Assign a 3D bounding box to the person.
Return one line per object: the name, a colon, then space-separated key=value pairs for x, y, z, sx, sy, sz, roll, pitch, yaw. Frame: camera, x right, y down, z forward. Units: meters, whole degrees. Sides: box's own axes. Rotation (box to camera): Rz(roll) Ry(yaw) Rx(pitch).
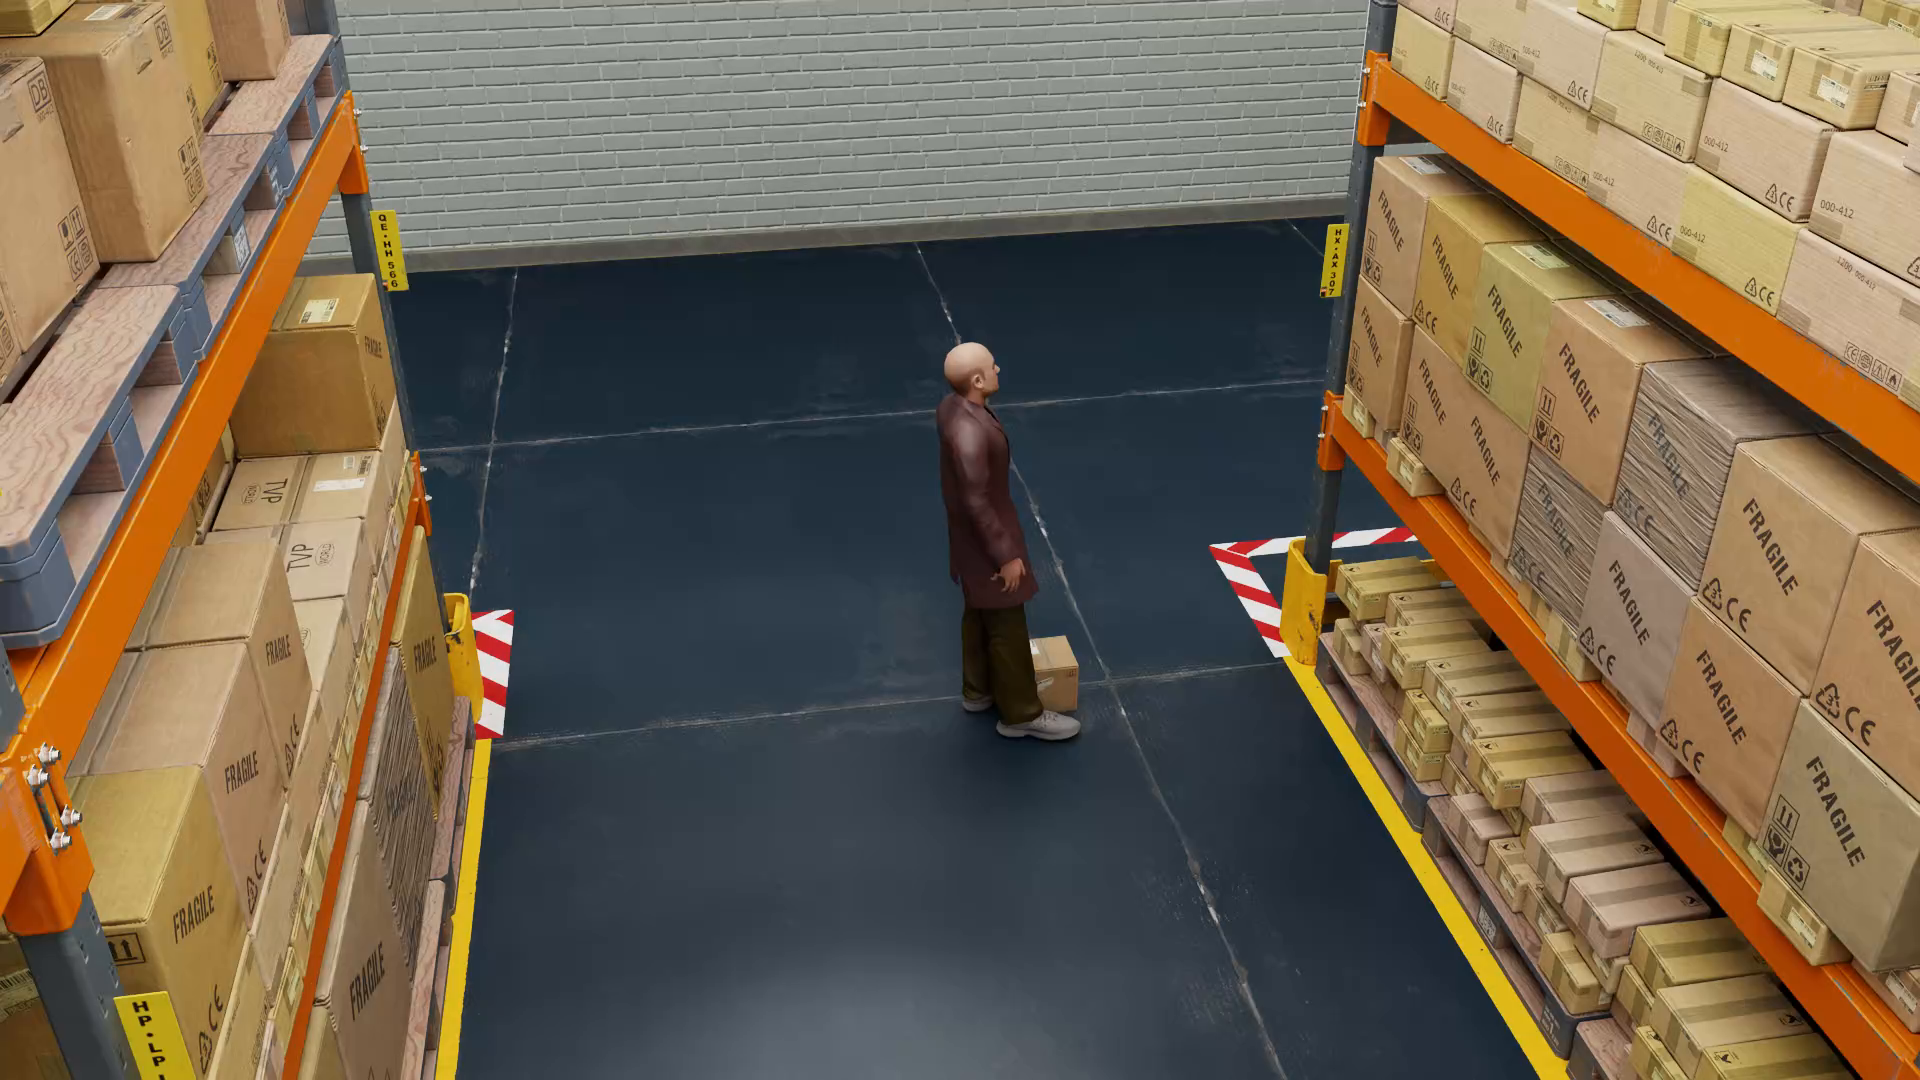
person: x=0.203 y=-0.016 z=7.157 sx=0.579 sy=1.778 sz=0.696 roll=-5 pitch=31 yaw=-9
